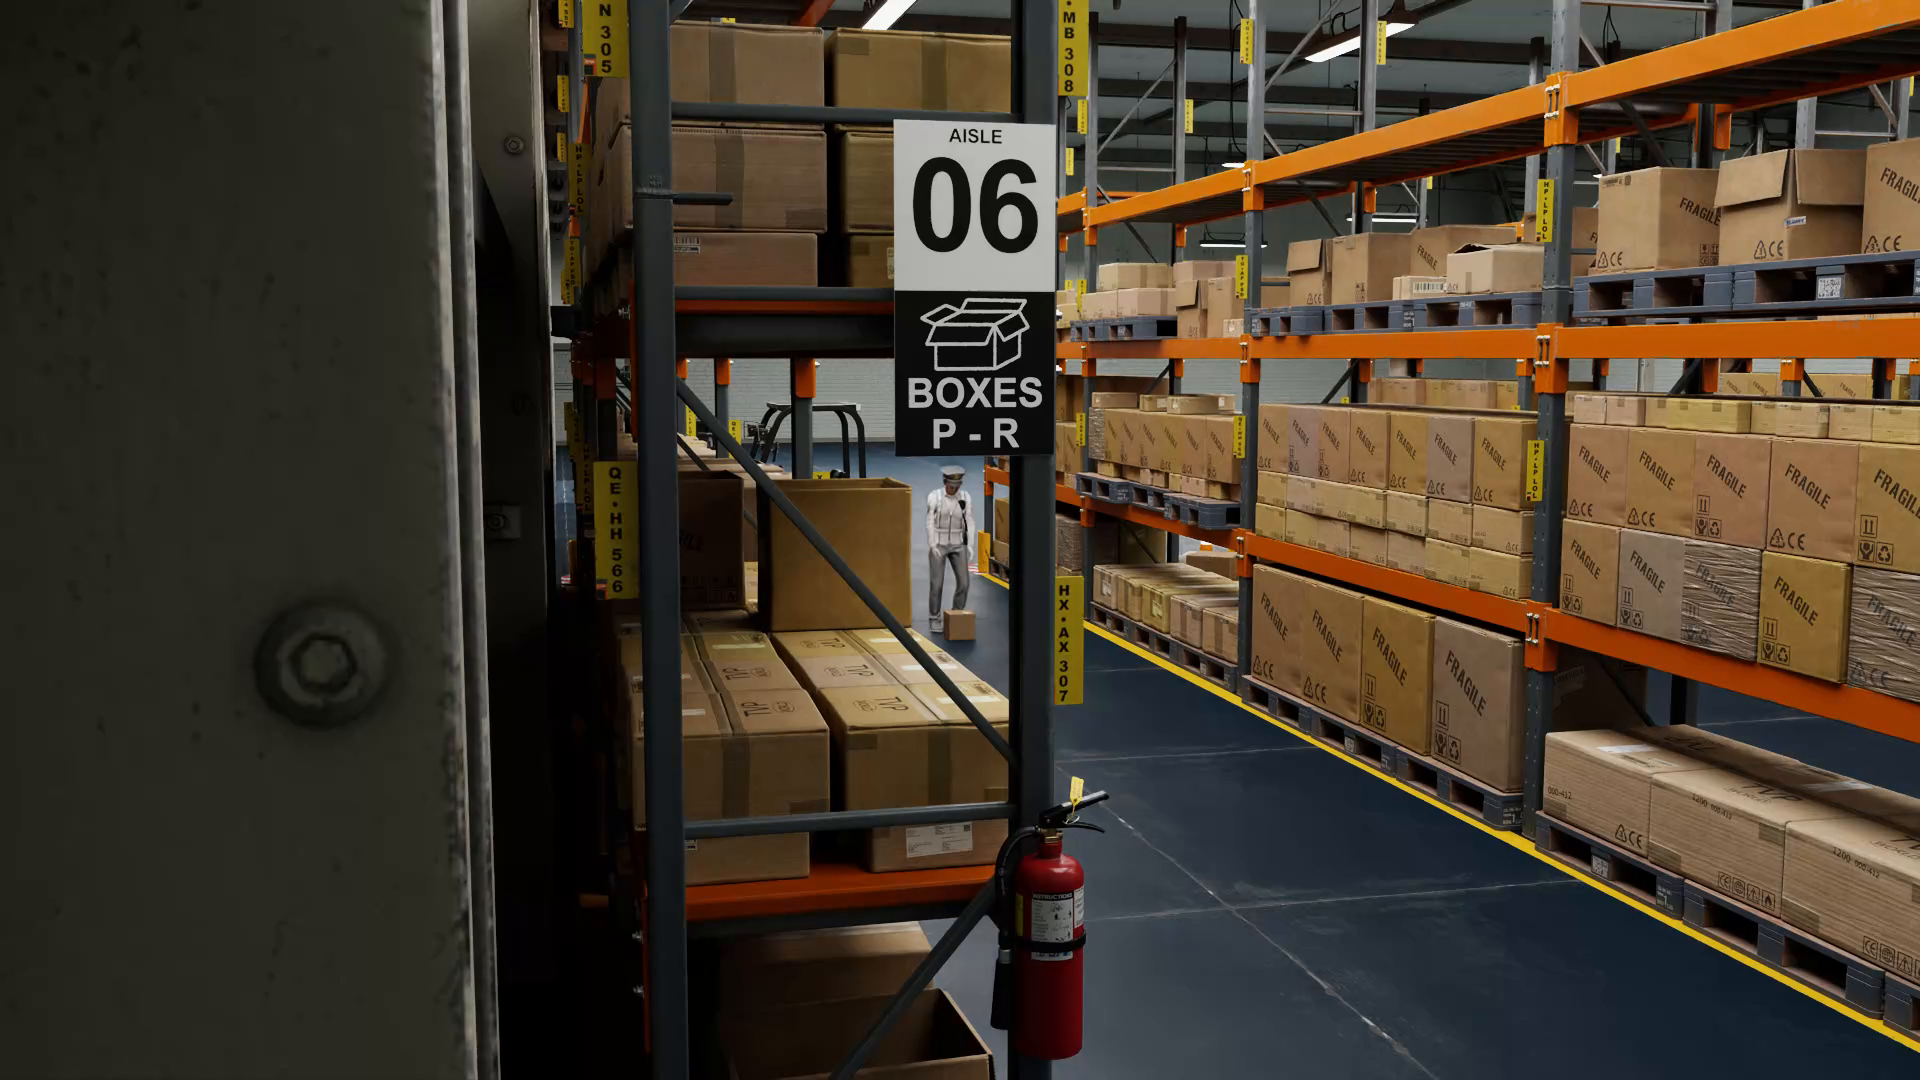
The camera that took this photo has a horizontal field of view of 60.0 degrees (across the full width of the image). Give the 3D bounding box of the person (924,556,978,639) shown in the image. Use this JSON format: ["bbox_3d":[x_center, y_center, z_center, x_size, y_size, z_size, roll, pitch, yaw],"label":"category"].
[{"bbox_3d":[-0.075,0.542,16.041,0.457,0.757,0.915,-2,6,-15],"label":"person"}]
